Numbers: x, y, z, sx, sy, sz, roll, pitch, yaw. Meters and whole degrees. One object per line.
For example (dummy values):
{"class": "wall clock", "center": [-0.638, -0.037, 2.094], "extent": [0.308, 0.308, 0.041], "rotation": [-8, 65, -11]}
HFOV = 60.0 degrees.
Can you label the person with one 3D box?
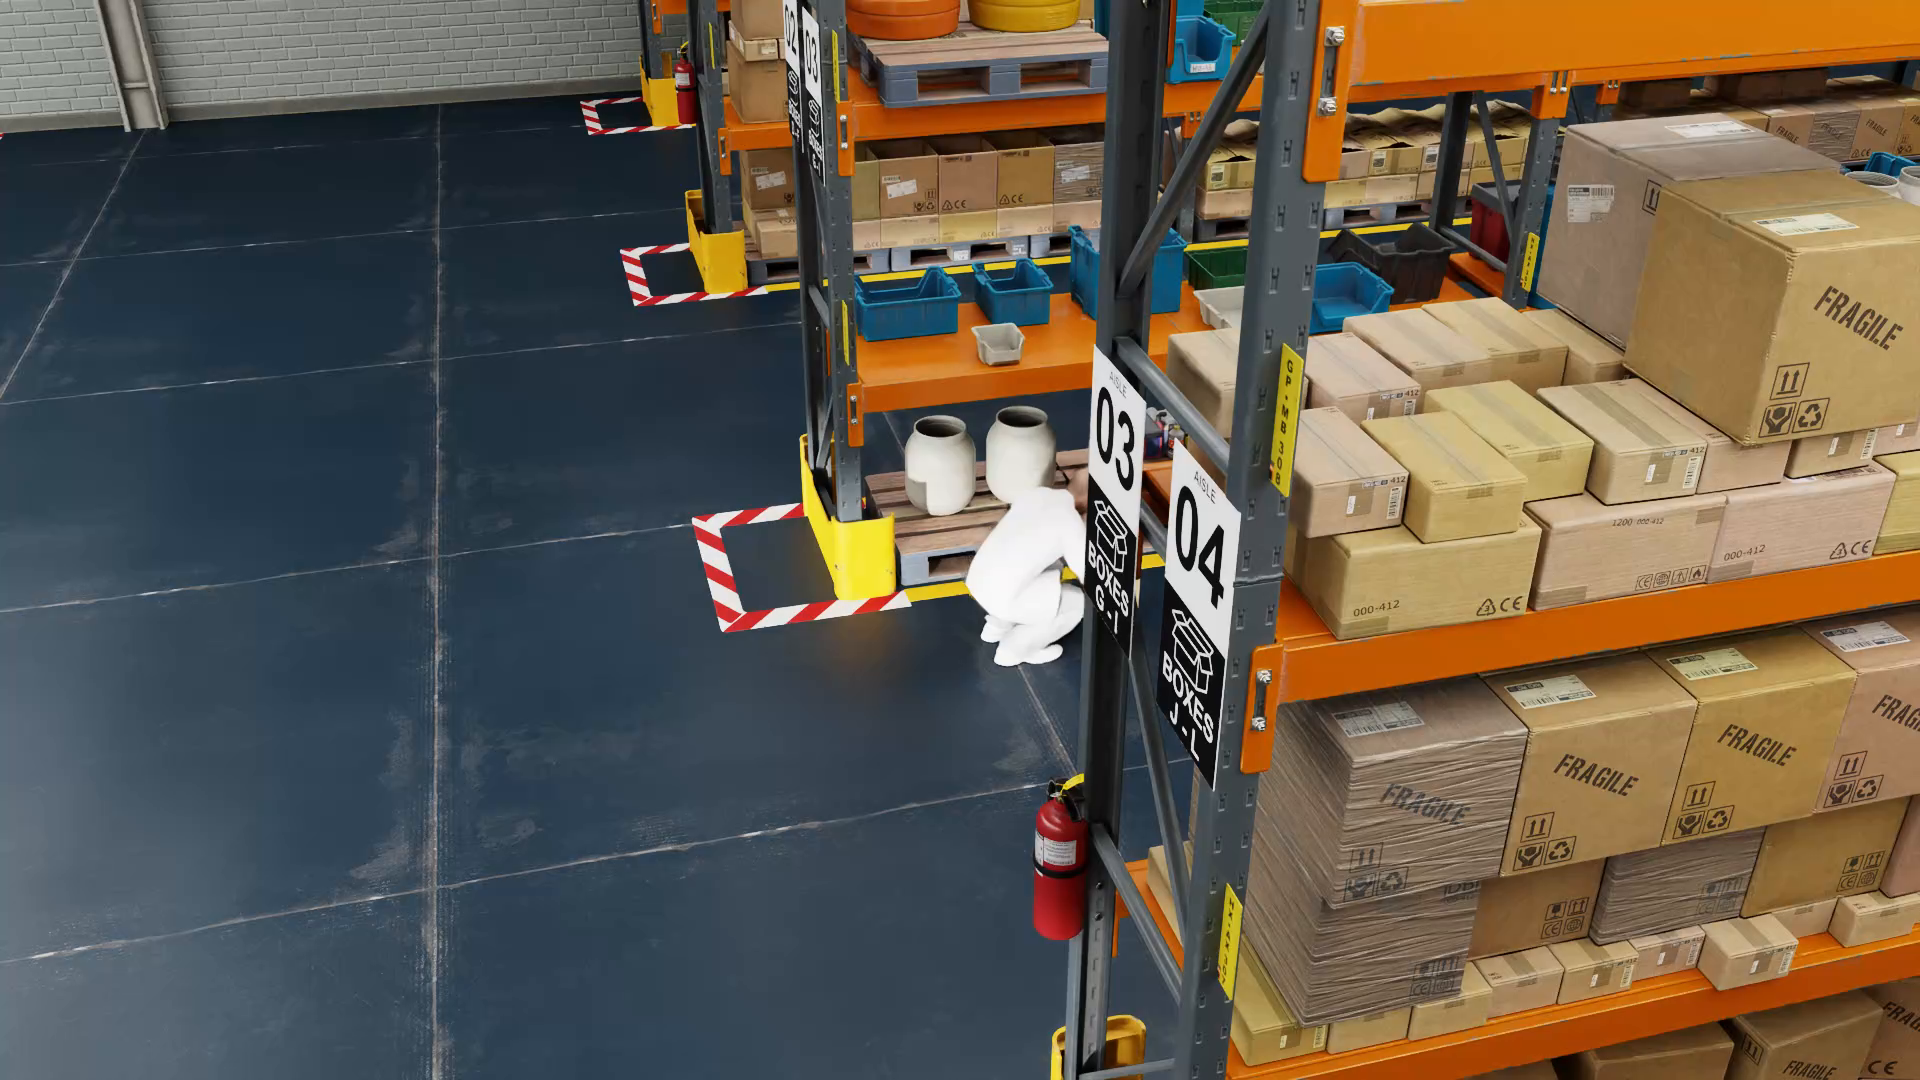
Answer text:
{"class": "person", "center": [0.469, 0.121, 8.840], "extent": [0.903, 0.995, 0.604], "rotation": [-9, 31, -15]}
